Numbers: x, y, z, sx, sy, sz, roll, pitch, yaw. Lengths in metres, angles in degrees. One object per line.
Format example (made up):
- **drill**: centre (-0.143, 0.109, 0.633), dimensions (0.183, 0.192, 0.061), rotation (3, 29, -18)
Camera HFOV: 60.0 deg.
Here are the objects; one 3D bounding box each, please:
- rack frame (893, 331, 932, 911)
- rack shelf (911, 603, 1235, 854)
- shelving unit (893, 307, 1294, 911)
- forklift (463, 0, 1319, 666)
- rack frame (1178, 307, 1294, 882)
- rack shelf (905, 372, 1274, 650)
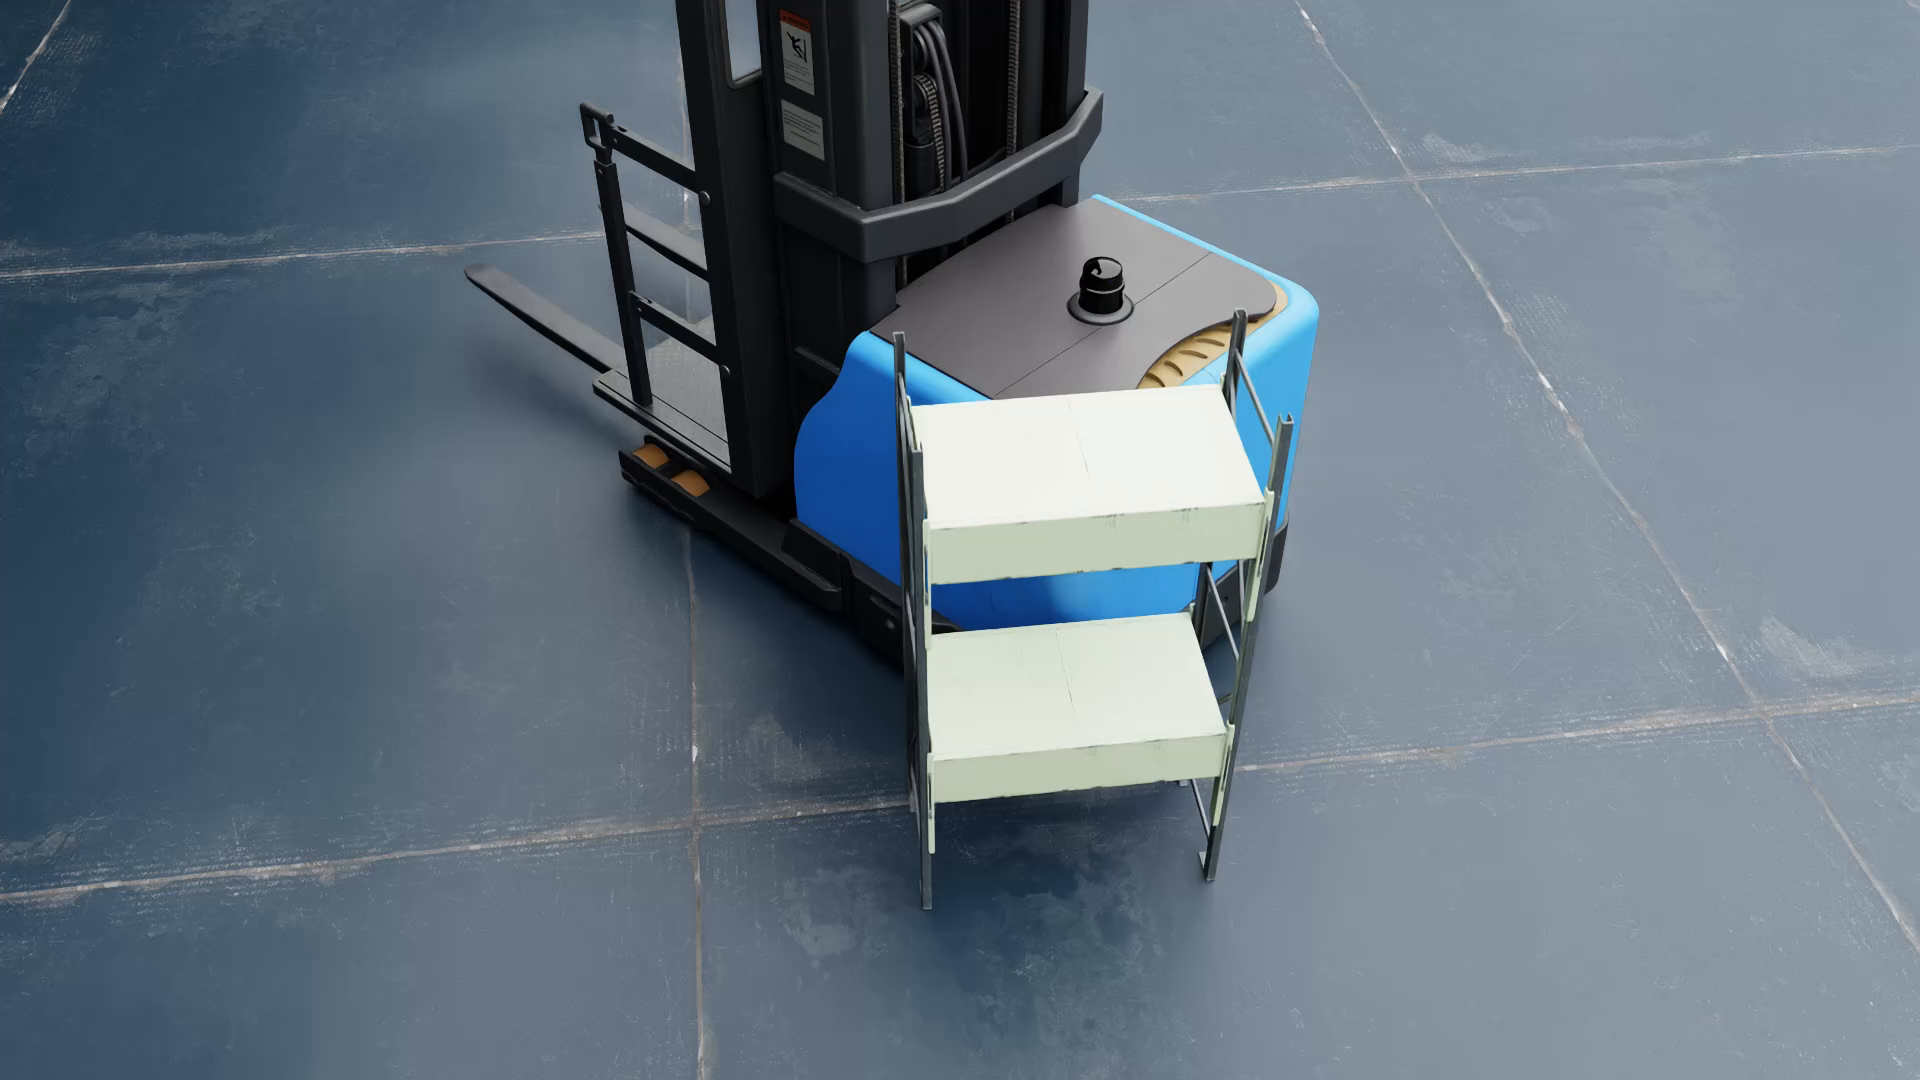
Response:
- **rack frame**: centre (-0.106, 0.250, 3.850), dimensions (0.023, 1.500, 0.400), rotation (-5, 43, -5)
- **rack shelf**: centre (0.257, 0.461, 4.103), dimensions (0.720, 0.370, 0.431), rotation (-5, 43, -5)
- **shelving unit**: centre (0.257, 0.220, 3.883), dimensions (0.755, 1.500, 0.431), rotation (-5, 43, -5)
- **forklift**: centre (-0.458, -1.374, 4.585), dimensions (3.031, 2.935, 1.130), rotation (32, 51, 30)
- **rack frame**: centre (0.621, 0.191, 3.916), dimensions (0.023, 1.500, 0.400), rotation (-5, 43, -5)
- **rack shelf**: centre (0.258, -0.068, 3.620), dimensions (0.720, 0.370, 0.431), rotation (-5, 43, -5)
